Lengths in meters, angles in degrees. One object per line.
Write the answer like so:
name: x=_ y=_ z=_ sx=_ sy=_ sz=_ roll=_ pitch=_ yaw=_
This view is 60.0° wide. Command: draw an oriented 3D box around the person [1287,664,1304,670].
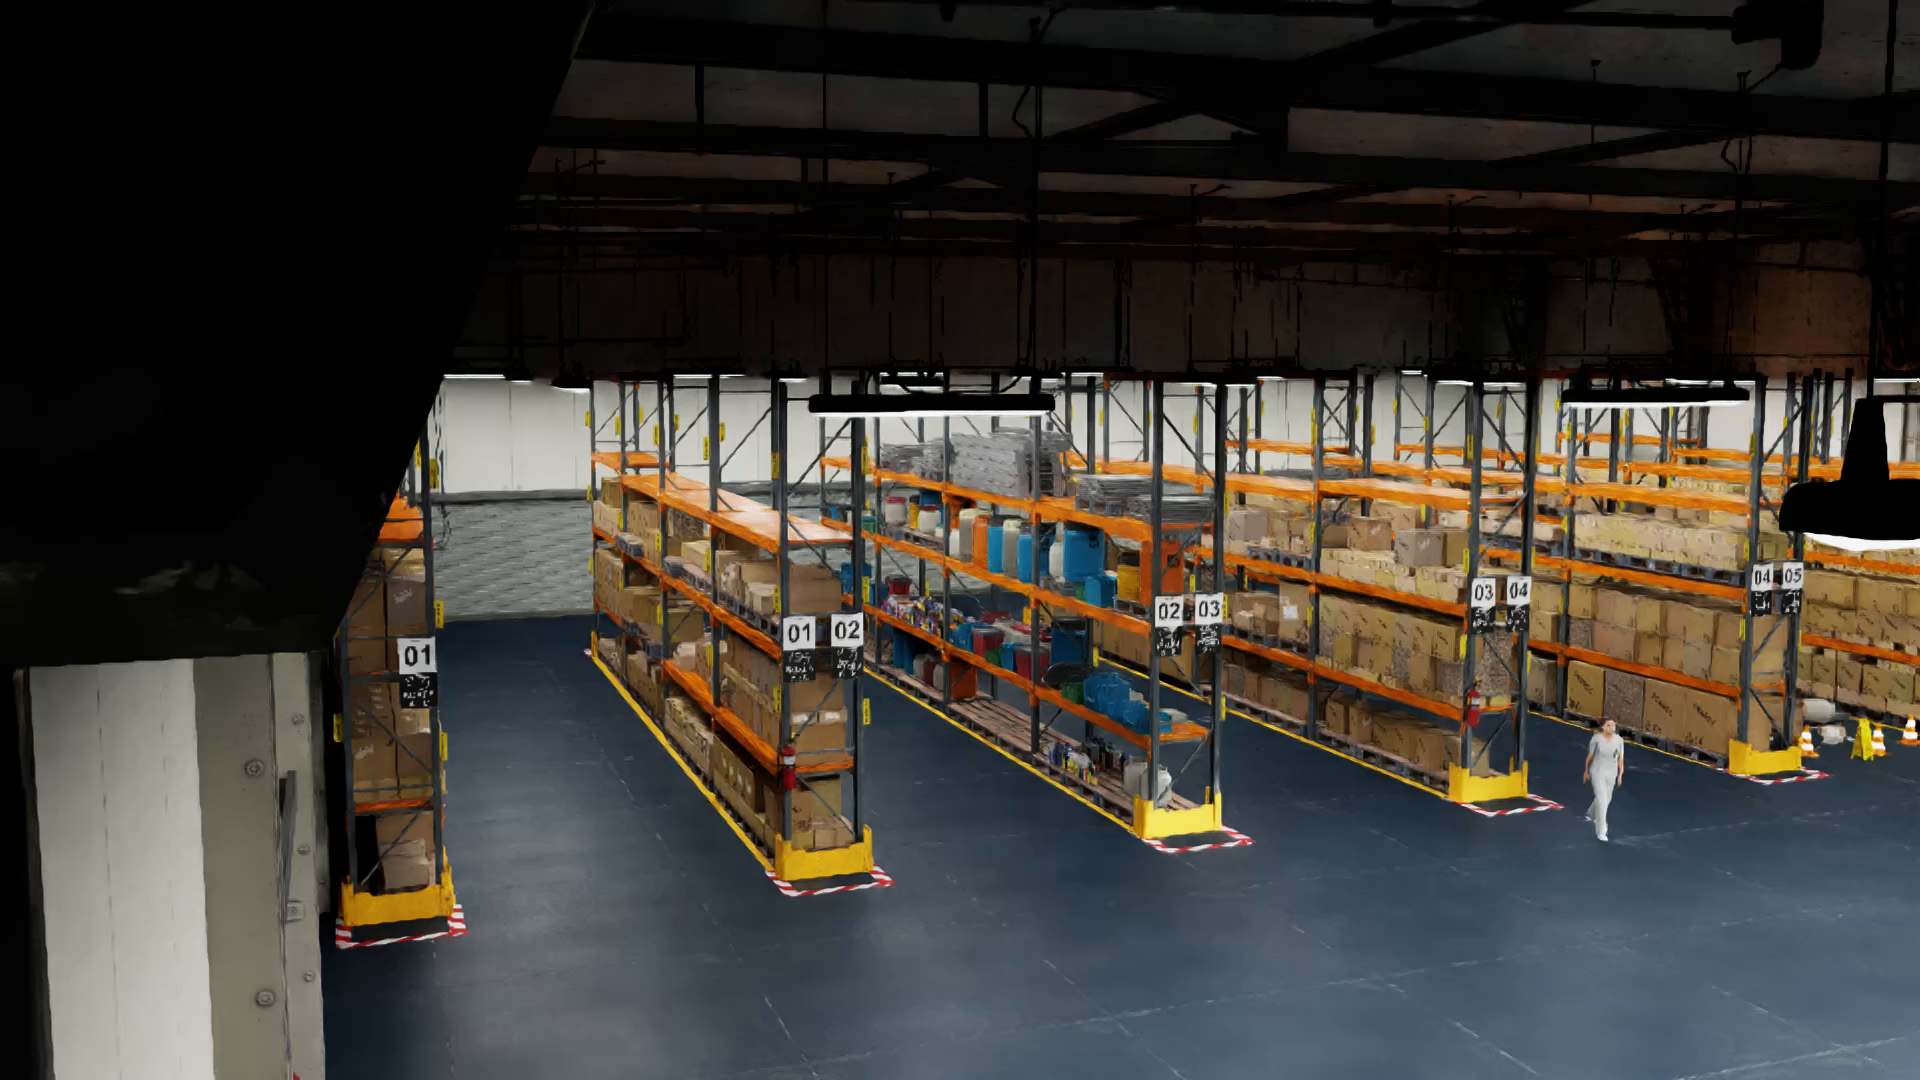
person: x=6.864 y=1.778 z=33.263 sx=0.719 sy=1.714 sz=0.572 roll=-3 pitch=7 yaw=-23

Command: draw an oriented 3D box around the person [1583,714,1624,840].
person: x=8.484 y=3.080 z=21.909 sx=0.465 sy=1.621 sz=0.926 roll=0 pitch=6 yaw=-4
